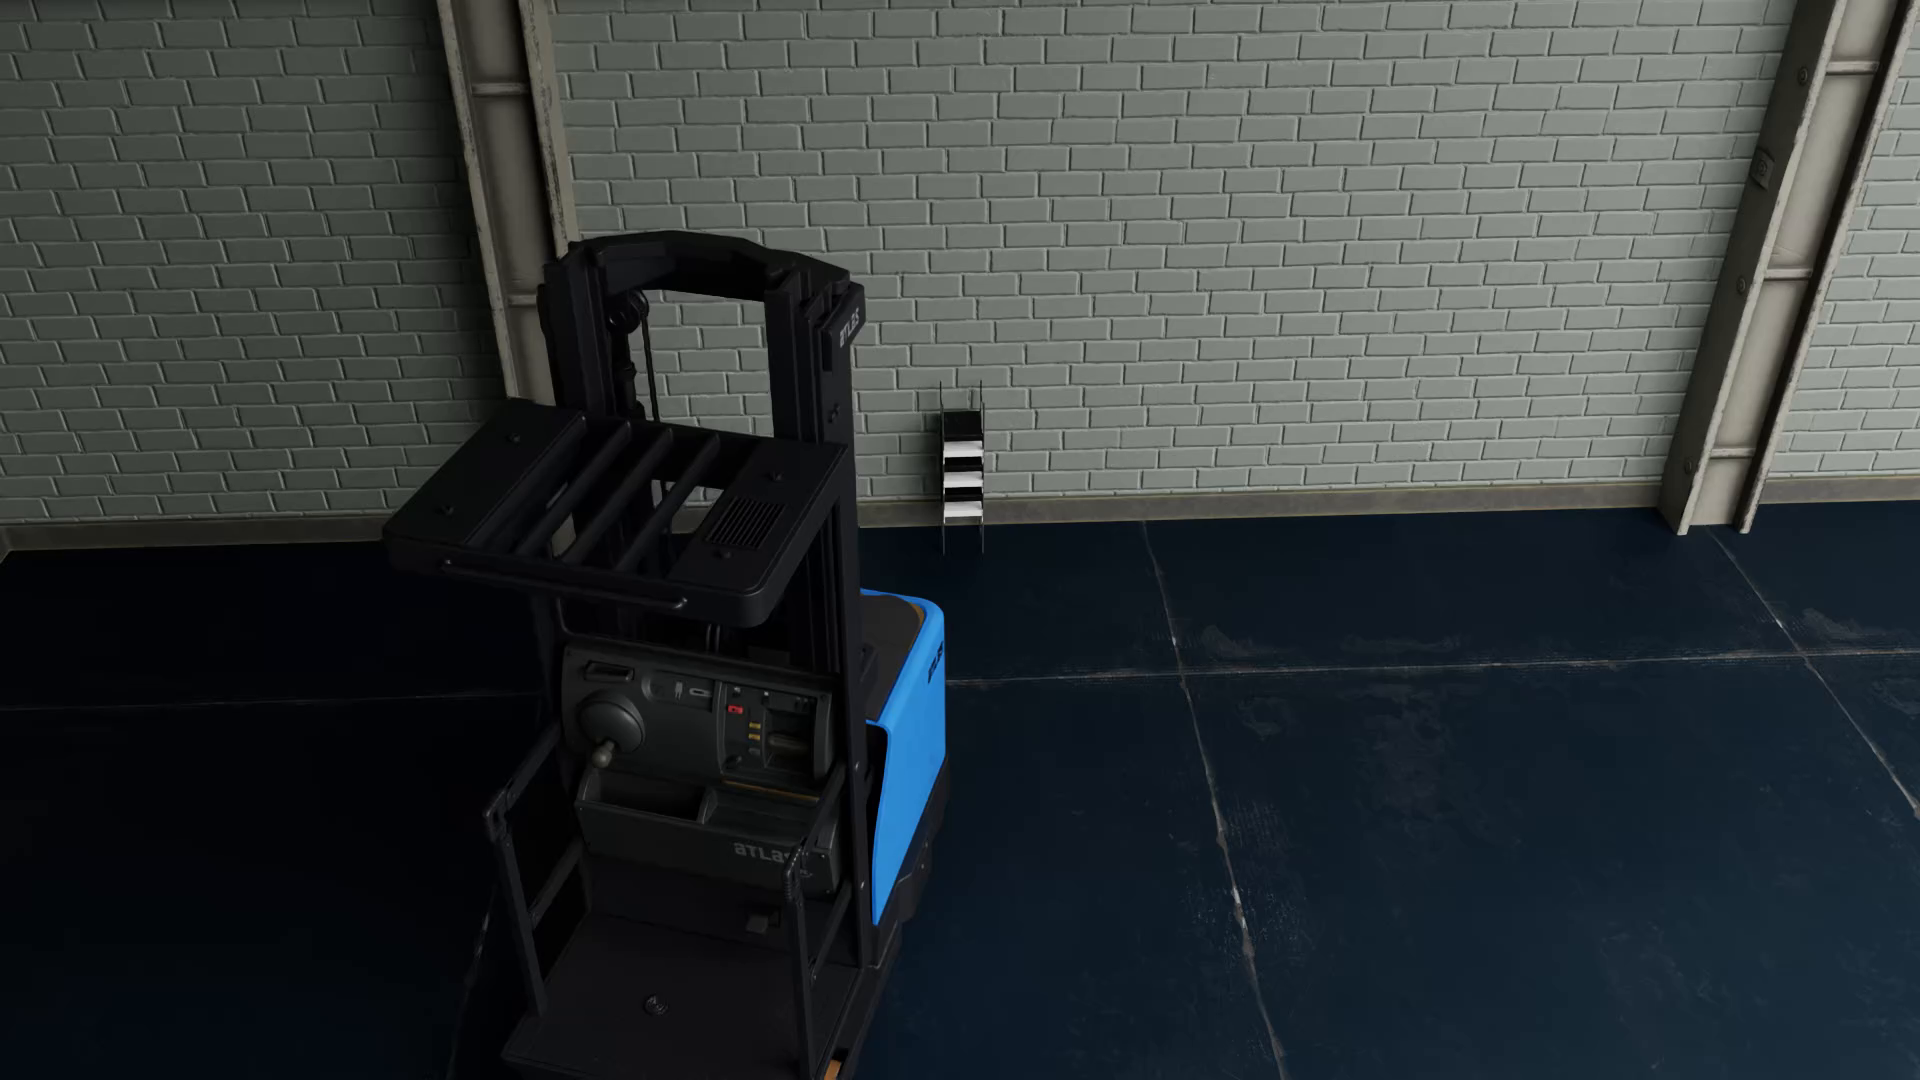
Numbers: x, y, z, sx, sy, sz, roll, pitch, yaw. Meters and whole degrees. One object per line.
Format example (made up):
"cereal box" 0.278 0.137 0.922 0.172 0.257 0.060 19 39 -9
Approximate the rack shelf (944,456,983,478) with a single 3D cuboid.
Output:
"rack shelf" 0.010 -0.412 8.491 0.200 0.077 0.258 -2 35 -3

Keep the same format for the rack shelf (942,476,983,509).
"rack shelf" 0.010 -0.264 8.594 0.200 0.077 0.258 -2 35 -3

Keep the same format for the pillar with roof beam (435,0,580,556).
"pillar with roof beam" -1.796 -1.211 2.629 0.400 9.000 9.100 -2 35 -2

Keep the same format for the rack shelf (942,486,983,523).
"rack shelf" 0.010 -0.190 8.645 0.200 0.077 0.258 -2 35 -3

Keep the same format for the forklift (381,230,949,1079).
"forklift" -0.919 0.656 5.262 1.130 2.935 3.031 9 36 12

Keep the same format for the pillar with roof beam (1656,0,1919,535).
"pillar with roof beam" 4.197 -1.373 2.862 0.400 9.000 9.100 -2 35 -2

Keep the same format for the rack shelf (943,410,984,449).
"rack shelf" 0.010 -0.560 8.389 0.200 0.077 0.258 -2 35 -3

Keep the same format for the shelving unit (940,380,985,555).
"shelving unit" 0.010 -0.365 8.524 0.210 0.900 0.258 -2 35 -3

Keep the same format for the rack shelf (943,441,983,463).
"rack shelf" 0.010 -0.486 8.440 0.200 0.077 0.258 -2 35 -3

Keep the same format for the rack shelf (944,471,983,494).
"rack shelf" 0.010 -0.338 8.543 0.200 0.077 0.258 -2 35 -3

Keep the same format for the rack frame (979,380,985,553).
"rack frame" 0.112 -0.369 8.528 0.006 0.900 0.240 -2 35 -3

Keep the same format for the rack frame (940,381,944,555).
"rack frame" -0.091 -0.362 8.519 0.006 0.900 0.240 -2 35 -3
